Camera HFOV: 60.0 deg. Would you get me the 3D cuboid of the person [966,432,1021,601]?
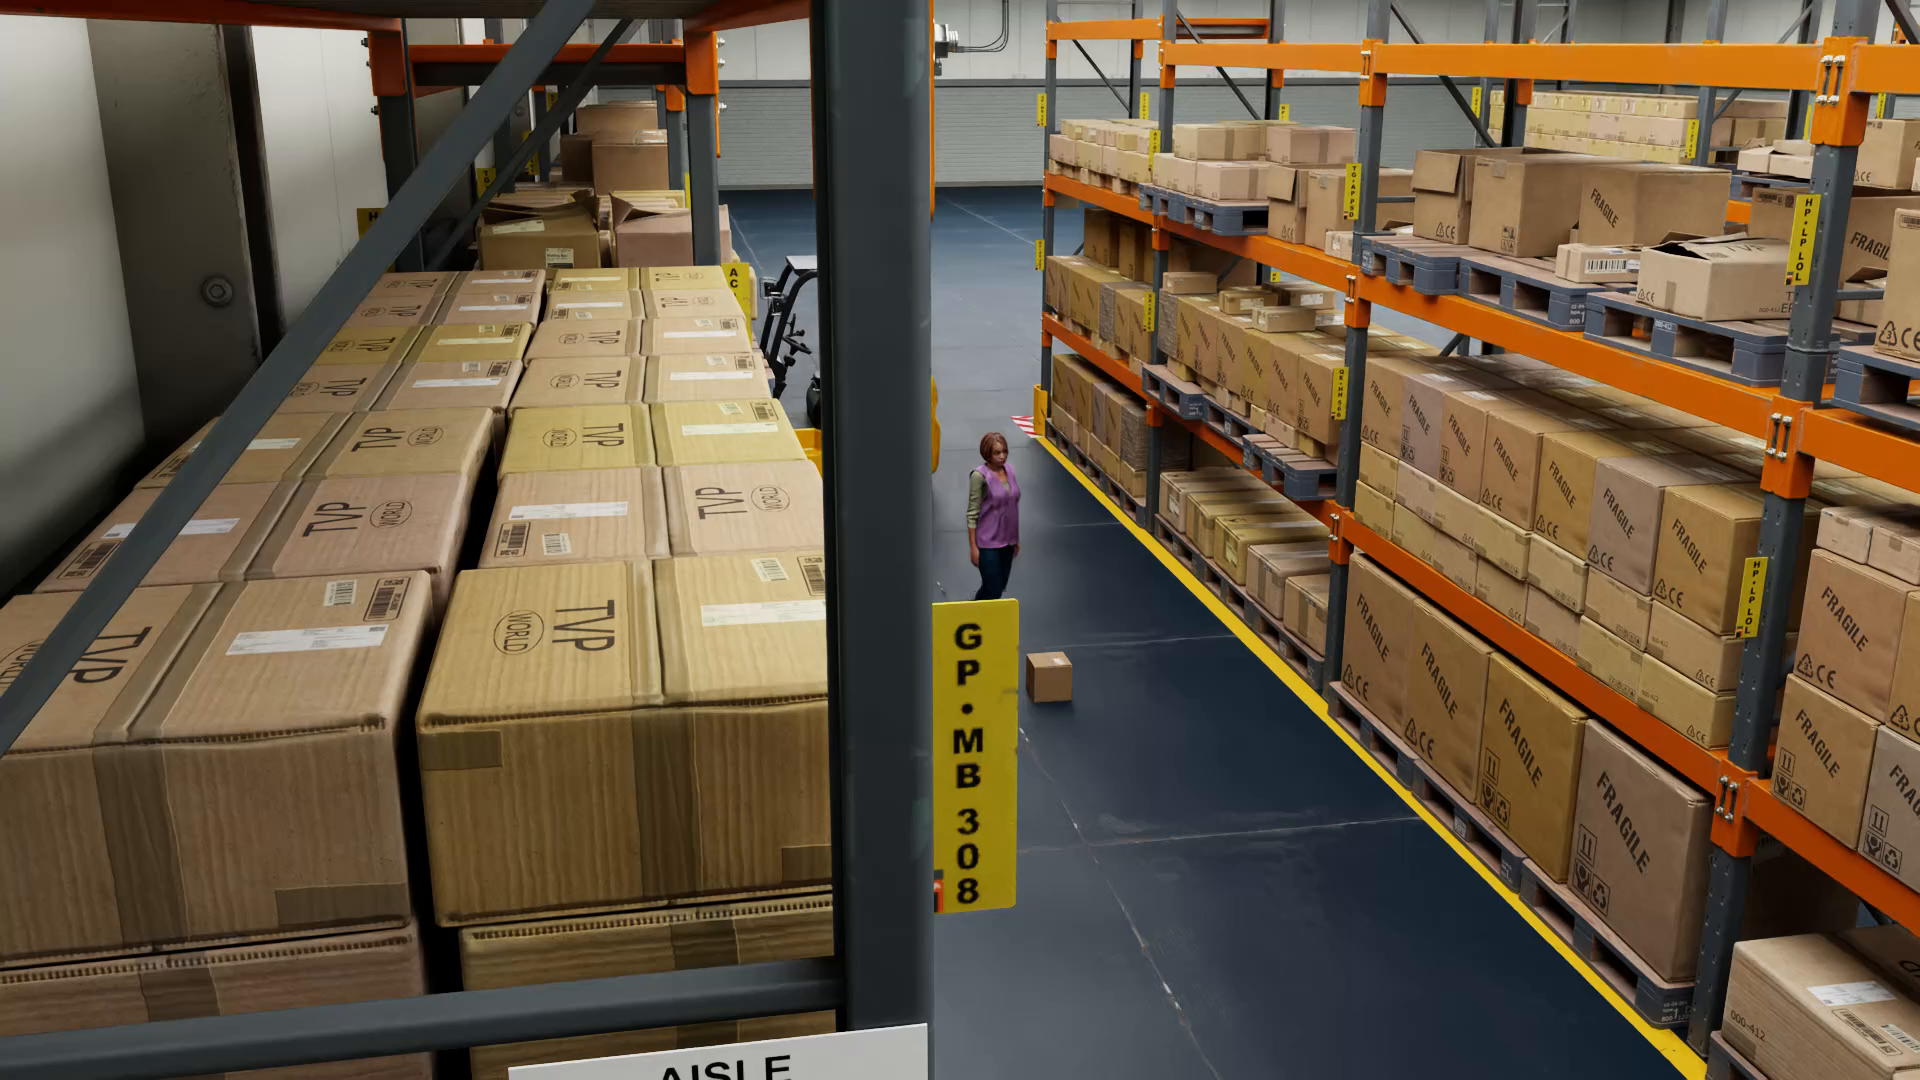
[{"bbox_3d":[0.209,0.021,11.471,0.557,1.600,0.430,15,22,40],"label":"person"}]
